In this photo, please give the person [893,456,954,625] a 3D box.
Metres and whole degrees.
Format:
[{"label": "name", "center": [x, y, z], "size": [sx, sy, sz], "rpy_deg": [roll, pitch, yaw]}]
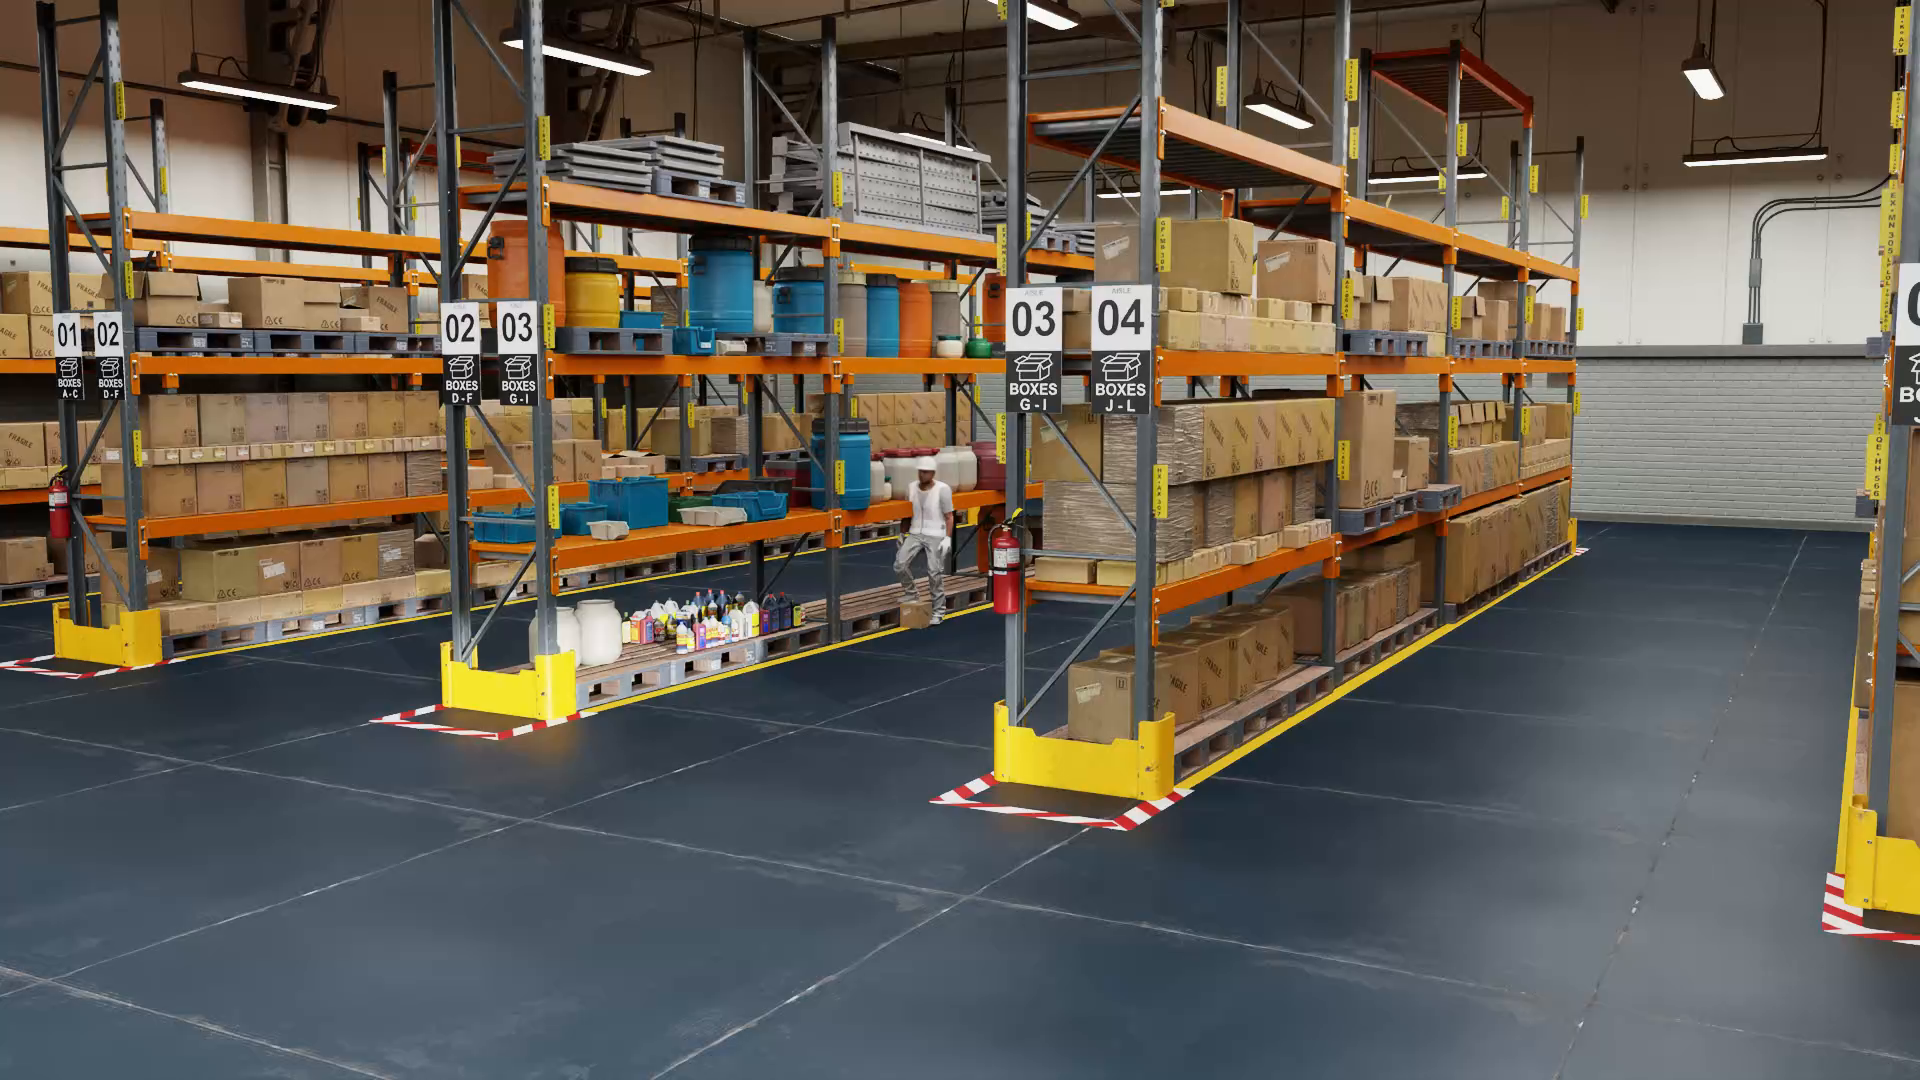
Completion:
[{"label": "person", "center": [-0.382, 0.004, 17.537], "size": [0.620, 1.780, 0.519], "rpy_deg": [3, 7, 26]}]
